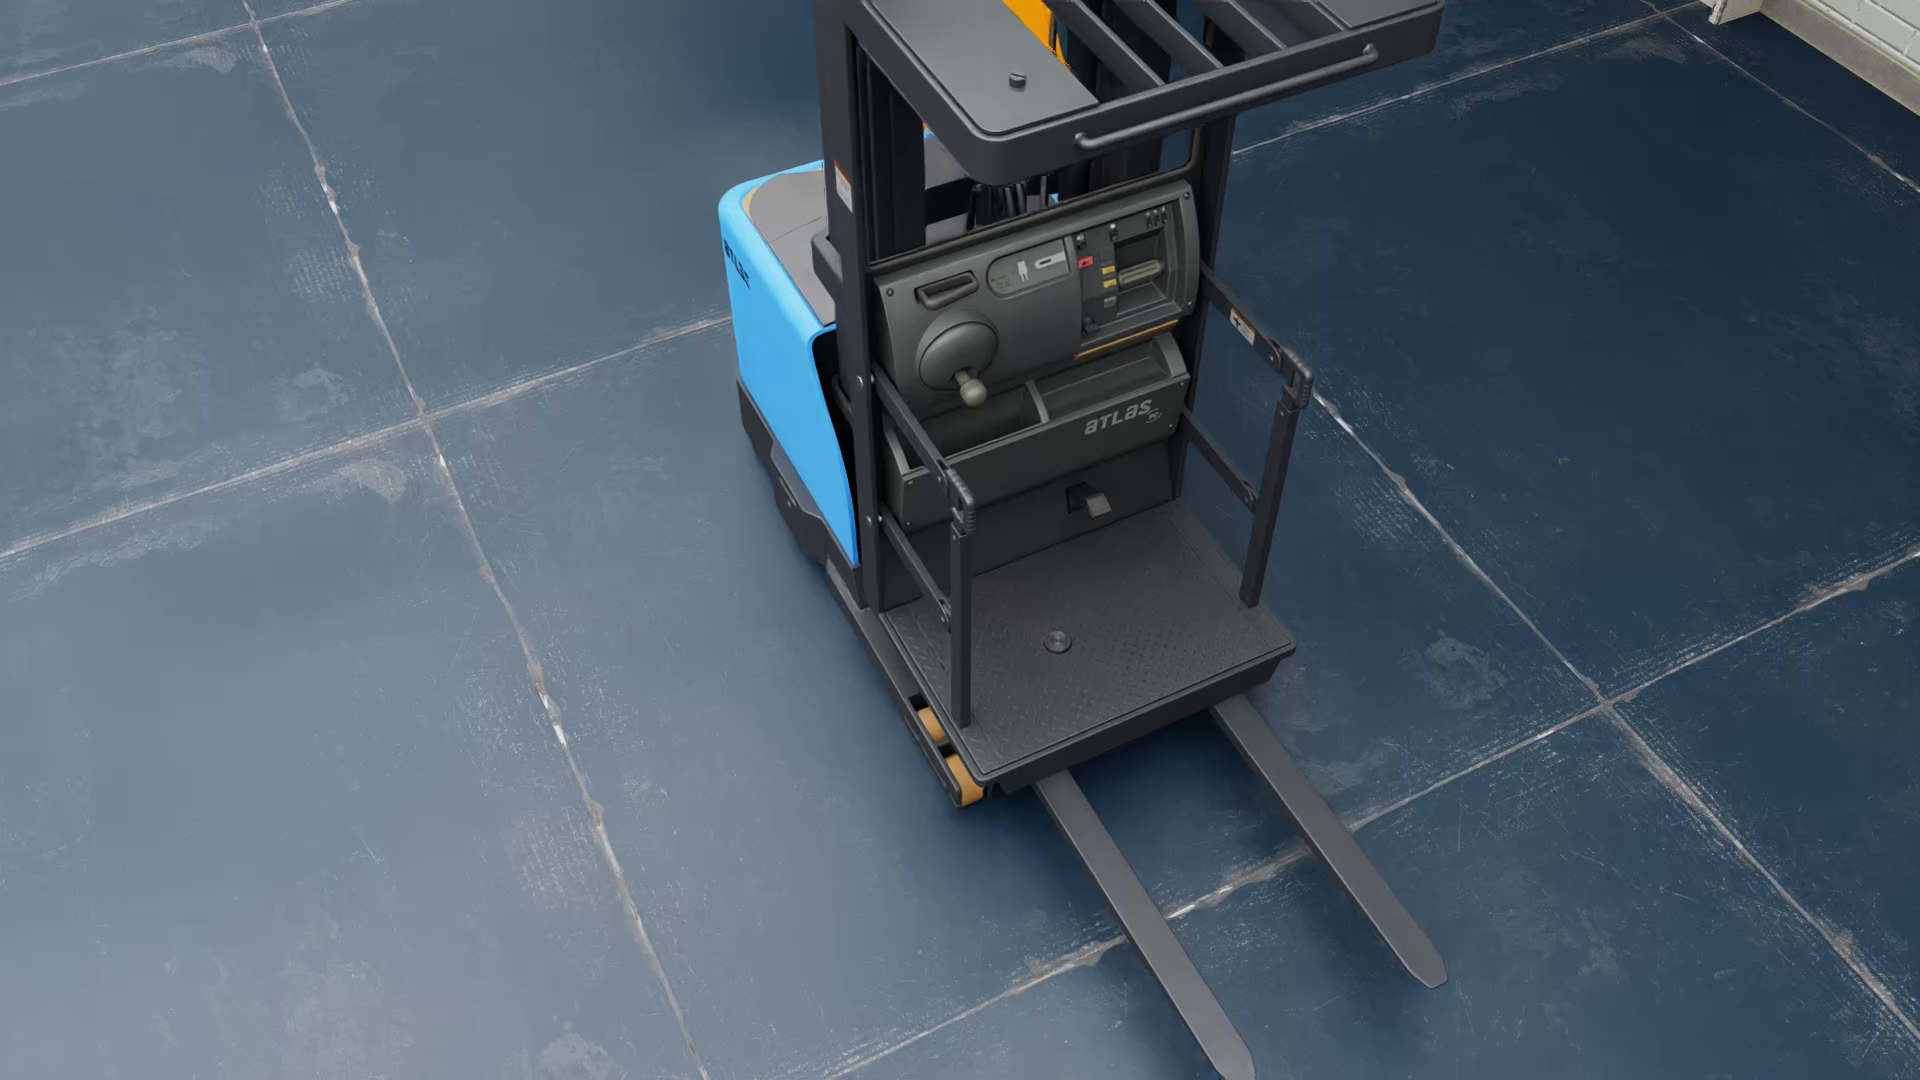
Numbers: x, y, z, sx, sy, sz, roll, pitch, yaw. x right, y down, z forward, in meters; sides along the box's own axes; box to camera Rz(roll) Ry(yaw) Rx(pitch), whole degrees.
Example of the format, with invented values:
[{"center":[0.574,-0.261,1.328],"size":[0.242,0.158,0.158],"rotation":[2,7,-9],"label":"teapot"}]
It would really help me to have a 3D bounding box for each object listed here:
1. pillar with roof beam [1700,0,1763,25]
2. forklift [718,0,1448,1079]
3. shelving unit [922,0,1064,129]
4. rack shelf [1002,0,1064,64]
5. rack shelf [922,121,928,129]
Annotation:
[{"center":[-0.196,-4.107,3.364],"size":[9.100,9.000,0.400],"rotation":[-21,52,-18],"label":"pillar with roof beam"},{"center":[0.324,-0.550,4.284],"size":[1.130,2.935,3.031],"rotation":[-21,52,-17],"label":"forklift"},{"center":[0.106,-1.536,6.346],"size":[0.538,1.125,1.048],"rotation":[-5,49,-4],"label":"shelving unit"},{"center":[0.106,-1.728,6.126],"size":[0.538,0.278,1.000],"rotation":[-5,49,-4],"label":"rack shelf"},{"center":[0.106,-1.375,6.530],"size":[0.538,0.278,1.000],"rotation":[-5,49,-4],"label":"rack shelf"}]
